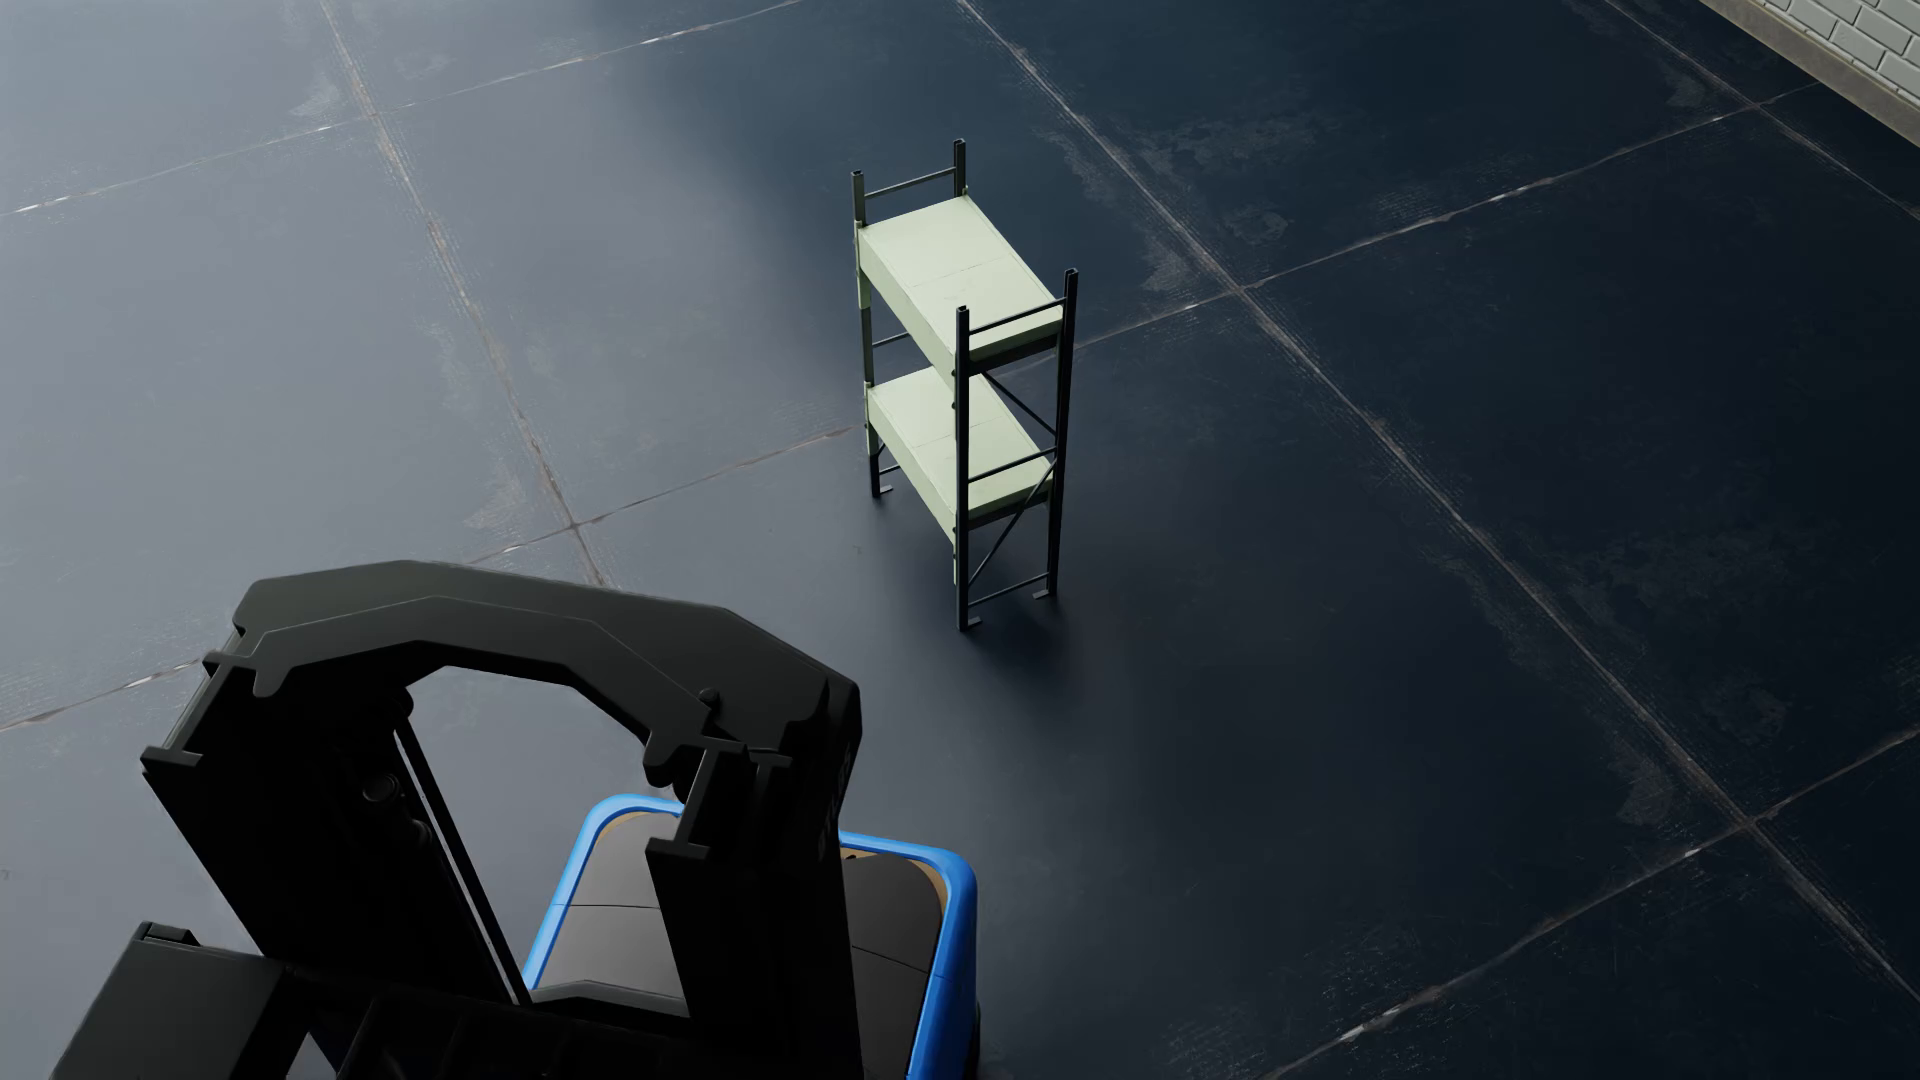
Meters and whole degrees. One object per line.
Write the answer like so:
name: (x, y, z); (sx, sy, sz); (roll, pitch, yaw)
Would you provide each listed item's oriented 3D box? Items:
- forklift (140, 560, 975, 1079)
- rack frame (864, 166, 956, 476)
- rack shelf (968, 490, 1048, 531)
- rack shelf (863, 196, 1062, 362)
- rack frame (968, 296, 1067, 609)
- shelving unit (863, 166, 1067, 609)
forklift: (-0.751, 1.542, 2.954); (1.109, 2.935, 3.031); (9, 49, 8)
rack frame: (-0.163, -0.735, 5.896); (0.380, 1.308, 0.010); (-21, 52, -18)
rack shelf: (0.003, -0.322, 5.873); (0.332, 0.071, 0.664); (-21, 52, -18)
rack shelf: (0.003, -0.834, 5.287); (0.368, 0.052, 0.686); (-21, 52, -18)
rack frame: (0.172, -0.245, 5.468); (0.380, 1.308, 0.010); (-21, 52, -18)
shelving unit: (0.004, -0.490, 5.682); (0.380, 1.308, 0.742); (-21, 52, -18)
